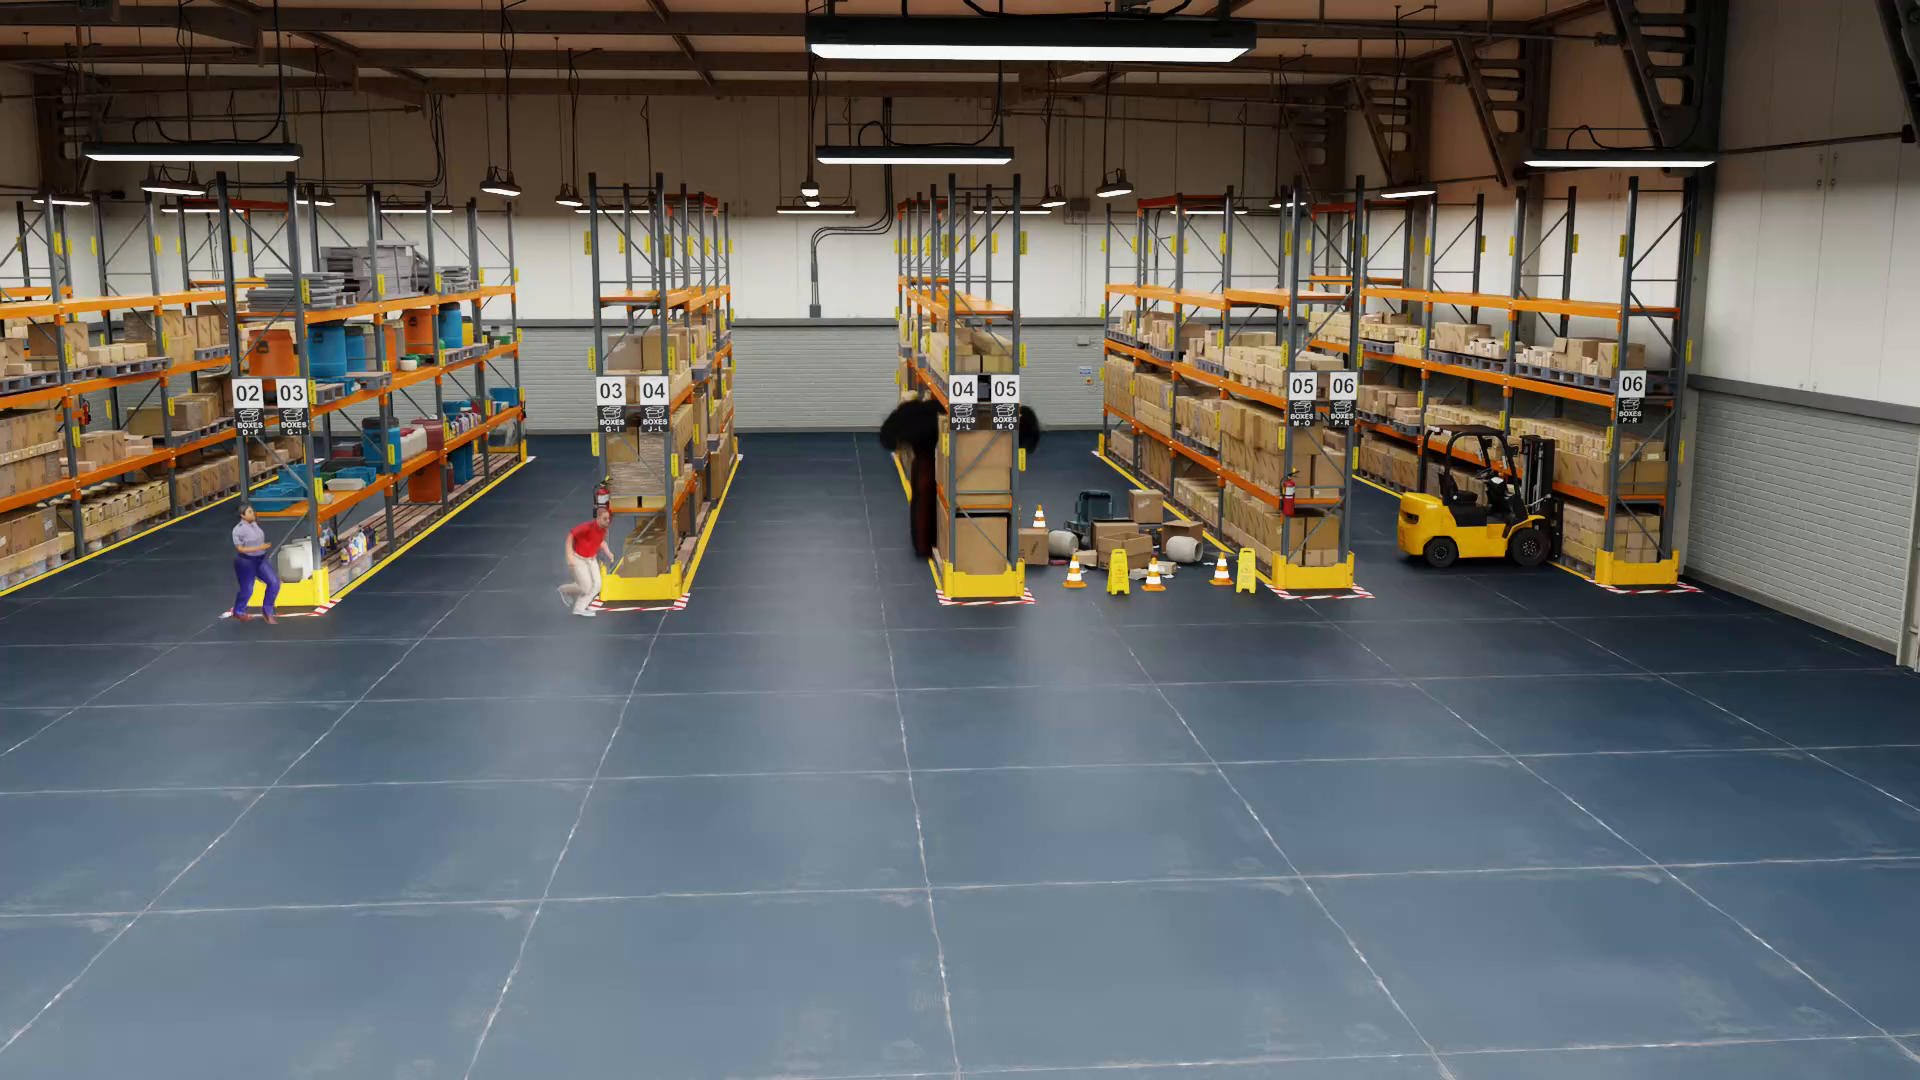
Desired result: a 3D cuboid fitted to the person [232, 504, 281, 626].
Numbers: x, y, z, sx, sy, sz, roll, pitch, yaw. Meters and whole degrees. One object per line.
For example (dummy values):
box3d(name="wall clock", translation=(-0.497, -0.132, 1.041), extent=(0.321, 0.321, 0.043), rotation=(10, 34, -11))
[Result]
box3d(name="person", translation=(-9.451, 0.355, 22.096), extent=(0.691, 1.692, 0.569), rotation=(4, 11, 21))

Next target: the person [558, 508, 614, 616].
box3d(name="person", translation=(-5.126, 0.306, 22.621), extent=(0.891, 1.533, 0.685), rotation=(5, 11, 28))

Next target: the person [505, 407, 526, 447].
box3d(name="person", translation=(-10.826, -2.896, 40.371), extent=(0.557, 1.640, 0.518), rotation=(-7, 12, -34))

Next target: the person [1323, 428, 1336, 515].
box3d(name="person", translation=(6.605, -1.171, 30.321), extent=(0.624, 1.729, 1.039), rotation=(-2, 10, -10))
